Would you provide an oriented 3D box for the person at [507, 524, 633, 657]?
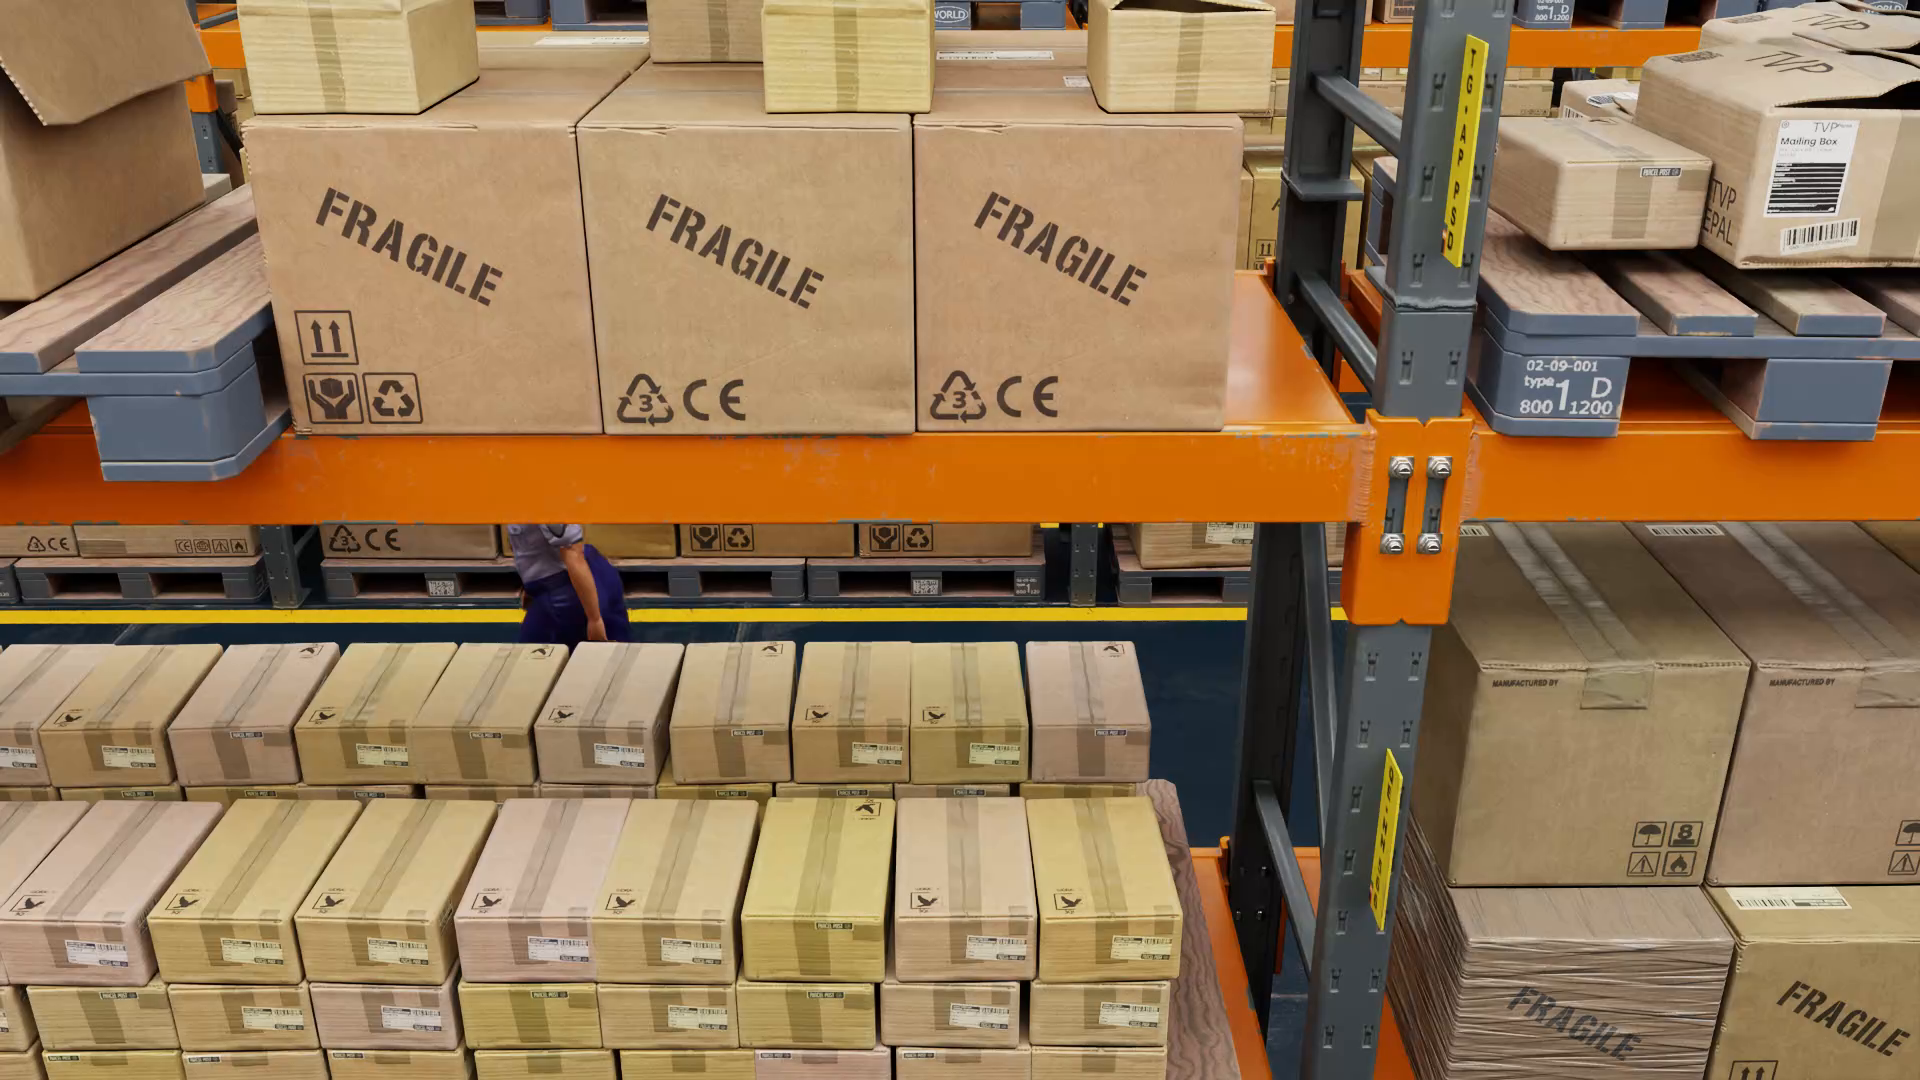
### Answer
[{"bbox_3d":[-1.600,0.222,6.612,0.945,1.589,0.510,1,24,1],"label":"person"}]
